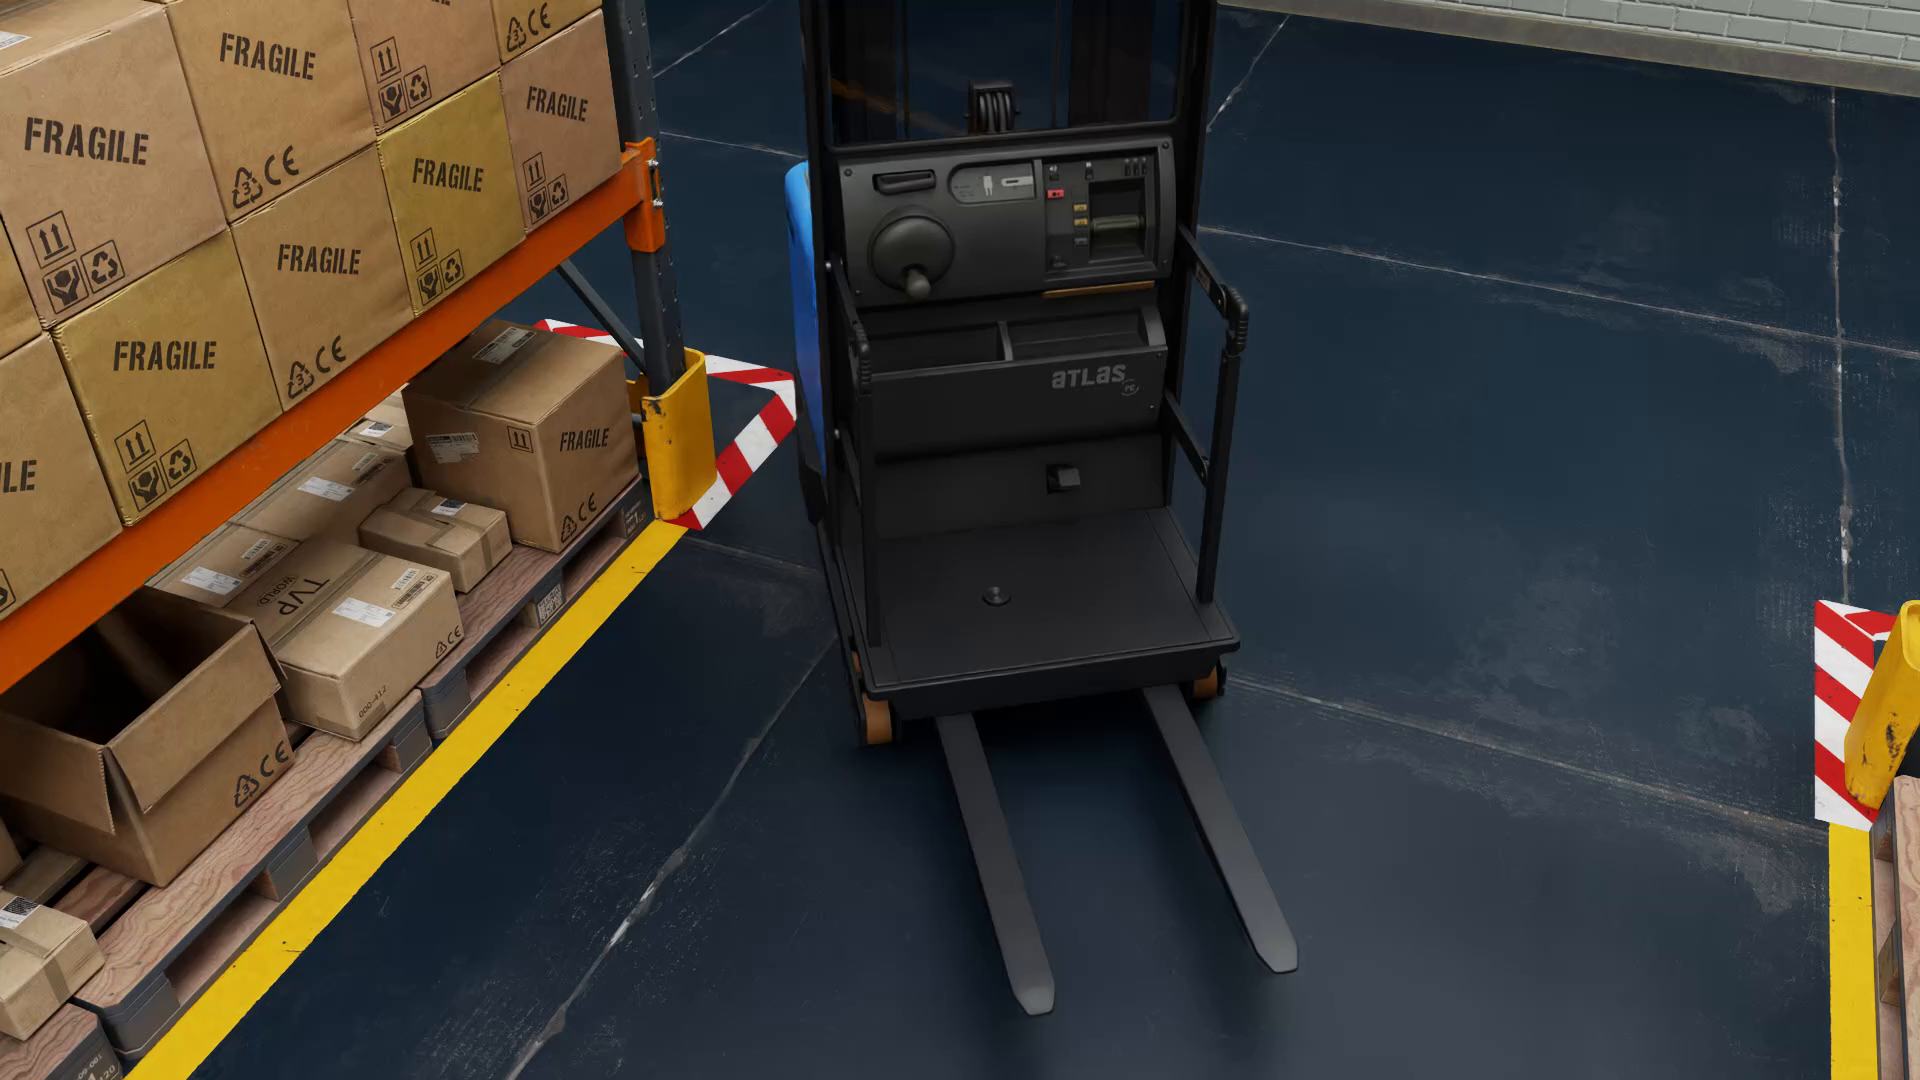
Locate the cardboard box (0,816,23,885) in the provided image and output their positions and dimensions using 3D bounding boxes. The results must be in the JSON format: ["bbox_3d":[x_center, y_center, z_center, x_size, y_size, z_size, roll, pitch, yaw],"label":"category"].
[{"bbox_3d":[-2.722,0.791,4.065,0.500,0.311,0.500,14,39,18],"label":"cardboard box"}]

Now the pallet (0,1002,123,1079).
[{"bbox_3d":[-2.700,1.422,3.671,1.003,0.211,1.213,14,39,18],"label":"pallet"}]

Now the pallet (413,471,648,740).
[{"bbox_3d":[-1.771,0.071,5.479,1.003,0.211,1.213,14,39,18],"label":"pallet"}]

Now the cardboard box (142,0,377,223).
[{"bbox_3d":[-1.740,-1.093,3.788,0.500,0.500,0.500,15,39,19],"label":"cardboard box"}]

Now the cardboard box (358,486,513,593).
[{"bbox_3d":[-1.657,-0.010,5.257,0.380,0.166,0.250,14,39,18],"label":"cardboard box"}]

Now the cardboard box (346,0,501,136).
[{"bbox_3d":[-1.547,-1.381,4.173,0.500,0.500,0.500,15,39,19],"label":"cardboard box"}]

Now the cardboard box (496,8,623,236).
[{"bbox_3d":[-1.359,-1.259,4.846,0.500,0.500,0.500,15,39,19],"label":"cardboard box"}]

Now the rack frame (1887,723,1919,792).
[{"bbox_3d":[3.139,-0.399,3.778,1.000,3.000,0.127,14,39,18],"label":"rack frame"}]

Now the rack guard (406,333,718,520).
[{"bbox_3d":[-1.469,-0.486,5.983,1.175,0.500,0.348,14,39,18],"label":"rack guard"}]

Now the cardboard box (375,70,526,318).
[{"bbox_3d":[-1.553,-0.971,4.461,0.500,0.500,0.500,14,39,18],"label":"cardboard box"}]

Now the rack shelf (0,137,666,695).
[{"bbox_3d":[-2.201,-0.134,4.025,1.077,0.370,4.000,14,39,18],"label":"rack shelf"}]

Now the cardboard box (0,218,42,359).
[{"bbox_3d":[-2.131,-0.522,3.025,0.500,0.500,0.500,13,39,16],"label":"cardboard box"}]

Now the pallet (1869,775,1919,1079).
[{"bbox_3d":[2.790,1.166,4.014,1.003,0.211,1.213,14,39,18],"label":"pallet"}]

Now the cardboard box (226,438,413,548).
[{"bbox_3d":[-2.100,-0.091,5.296,0.500,0.250,0.500,14,39,18],"label":"cardboard box"}]

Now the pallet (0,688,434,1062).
[{"bbox_3d":[-2.237,0.744,4.578,1.003,0.211,1.213,14,39,18],"label":"pallet"}]

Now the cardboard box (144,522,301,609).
[{"bbox_3d":[-2.290,0.186,4.925,0.500,0.250,0.500,14,39,18],"label":"cardboard box"}]

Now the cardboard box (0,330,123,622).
[{"bbox_3d":[-2.132,-0.136,3.342,0.500,0.500,0.500,14,39,18],"label":"cardboard box"}]

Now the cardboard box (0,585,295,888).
[{"bbox_3d":[-2.252,0.468,4.337,0.797,0.503,0.637,14,39,18],"label":"cardboard box"}]

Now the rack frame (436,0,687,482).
[{"bbox_3d":[-1.440,-1.529,5.291,1.000,3.000,0.127,14,39,18],"label":"rack frame"}]

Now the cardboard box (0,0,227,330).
[{"bbox_3d":[-1.935,-0.809,3.408,0.500,0.500,0.500,15,39,19],"label":"cardboard box"}]

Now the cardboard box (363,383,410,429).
[{"bbox_3d":[-1.917,-0.410,5.807,0.380,0.149,0.250,14,39,18],"label":"cardboard box"}]

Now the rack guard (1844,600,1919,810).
[{"bbox_3d":[3.136,0.586,4.548,1.175,0.500,0.348,14,39,18],"label":"rack guard"}]

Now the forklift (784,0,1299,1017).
[{"bbox_3d":[0.183,-0.811,4.386,1.130,2.935,3.031,-7,37,-9],"label":"forklift"}]

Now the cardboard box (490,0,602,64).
[{"bbox_3d":[-1.355,-1.661,4.548,0.500,0.500,0.500,14,39,17],"label":"cardboard box"}]

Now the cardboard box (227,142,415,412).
[{"bbox_3d":[-1.748,-0.696,4.093,0.500,0.500,0.500,14,39,18],"label":"cardboard box"}]

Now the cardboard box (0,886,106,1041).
[{"bbox_3d":[-2.282,0.980,3.933,0.380,0.166,0.250,14,39,18],"label":"cardboard box"}]

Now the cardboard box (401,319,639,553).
[{"bbox_3d":[-1.419,-0.347,5.430,0.500,0.500,0.500,14,39,18],"label":"cardboard box"}]

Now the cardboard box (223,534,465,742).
[{"bbox_3d":[-1.808,0.272,4.810,0.500,0.250,0.500,14,39,18],"label":"cardboard box"}]

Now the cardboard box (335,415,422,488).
[{"bbox_3d":[-2.012,-0.279,5.617,0.380,0.166,0.250,14,39,18],"label":"cardboard box"}]

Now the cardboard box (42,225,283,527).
[{"bbox_3d":[-1.940,-0.418,3.720,0.500,0.500,0.500,13,39,17],"label":"cardboard box"}]
